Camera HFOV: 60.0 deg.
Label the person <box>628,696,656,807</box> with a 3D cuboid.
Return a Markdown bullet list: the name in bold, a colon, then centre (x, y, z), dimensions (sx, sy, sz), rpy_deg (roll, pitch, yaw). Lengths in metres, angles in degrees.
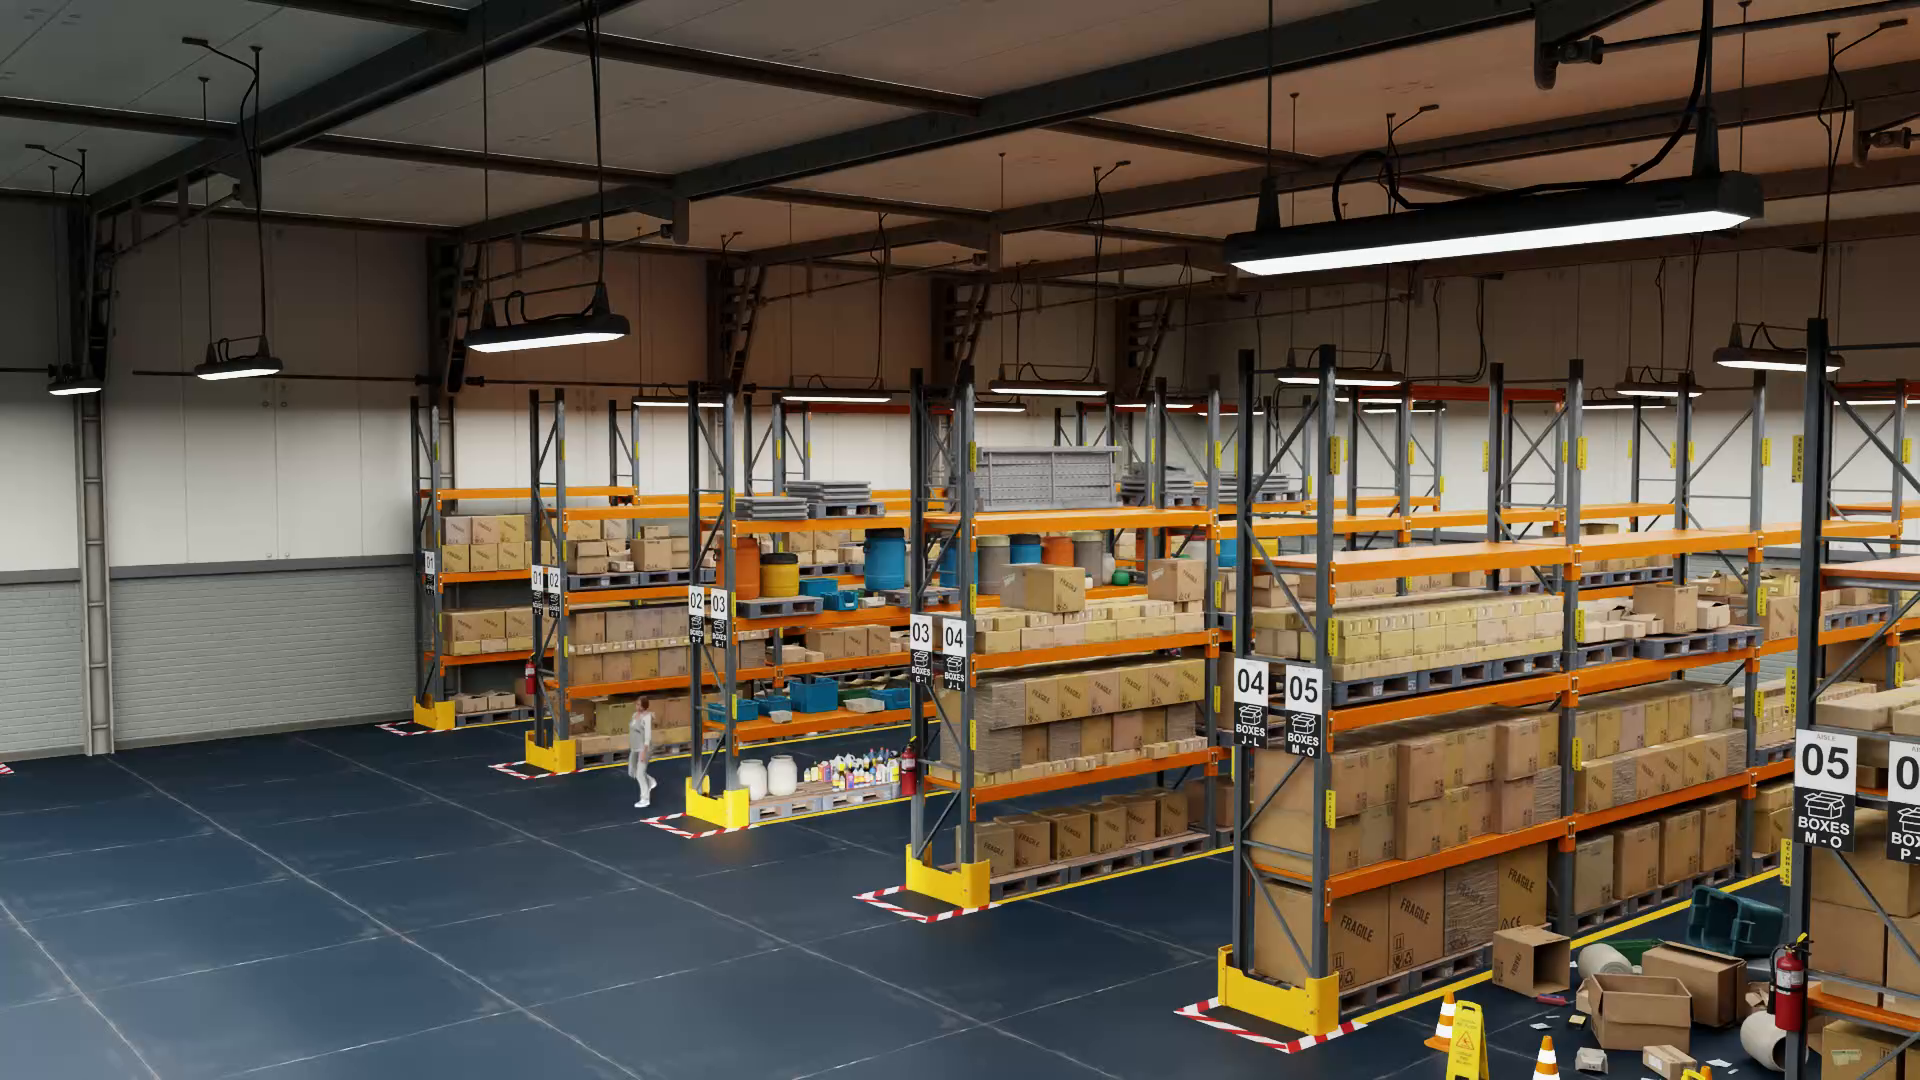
- **person**: centre (-4.475, 2.979, 23.610), dimensions (0.603, 1.552, 0.536), rpy_deg (3, 5, 44)
